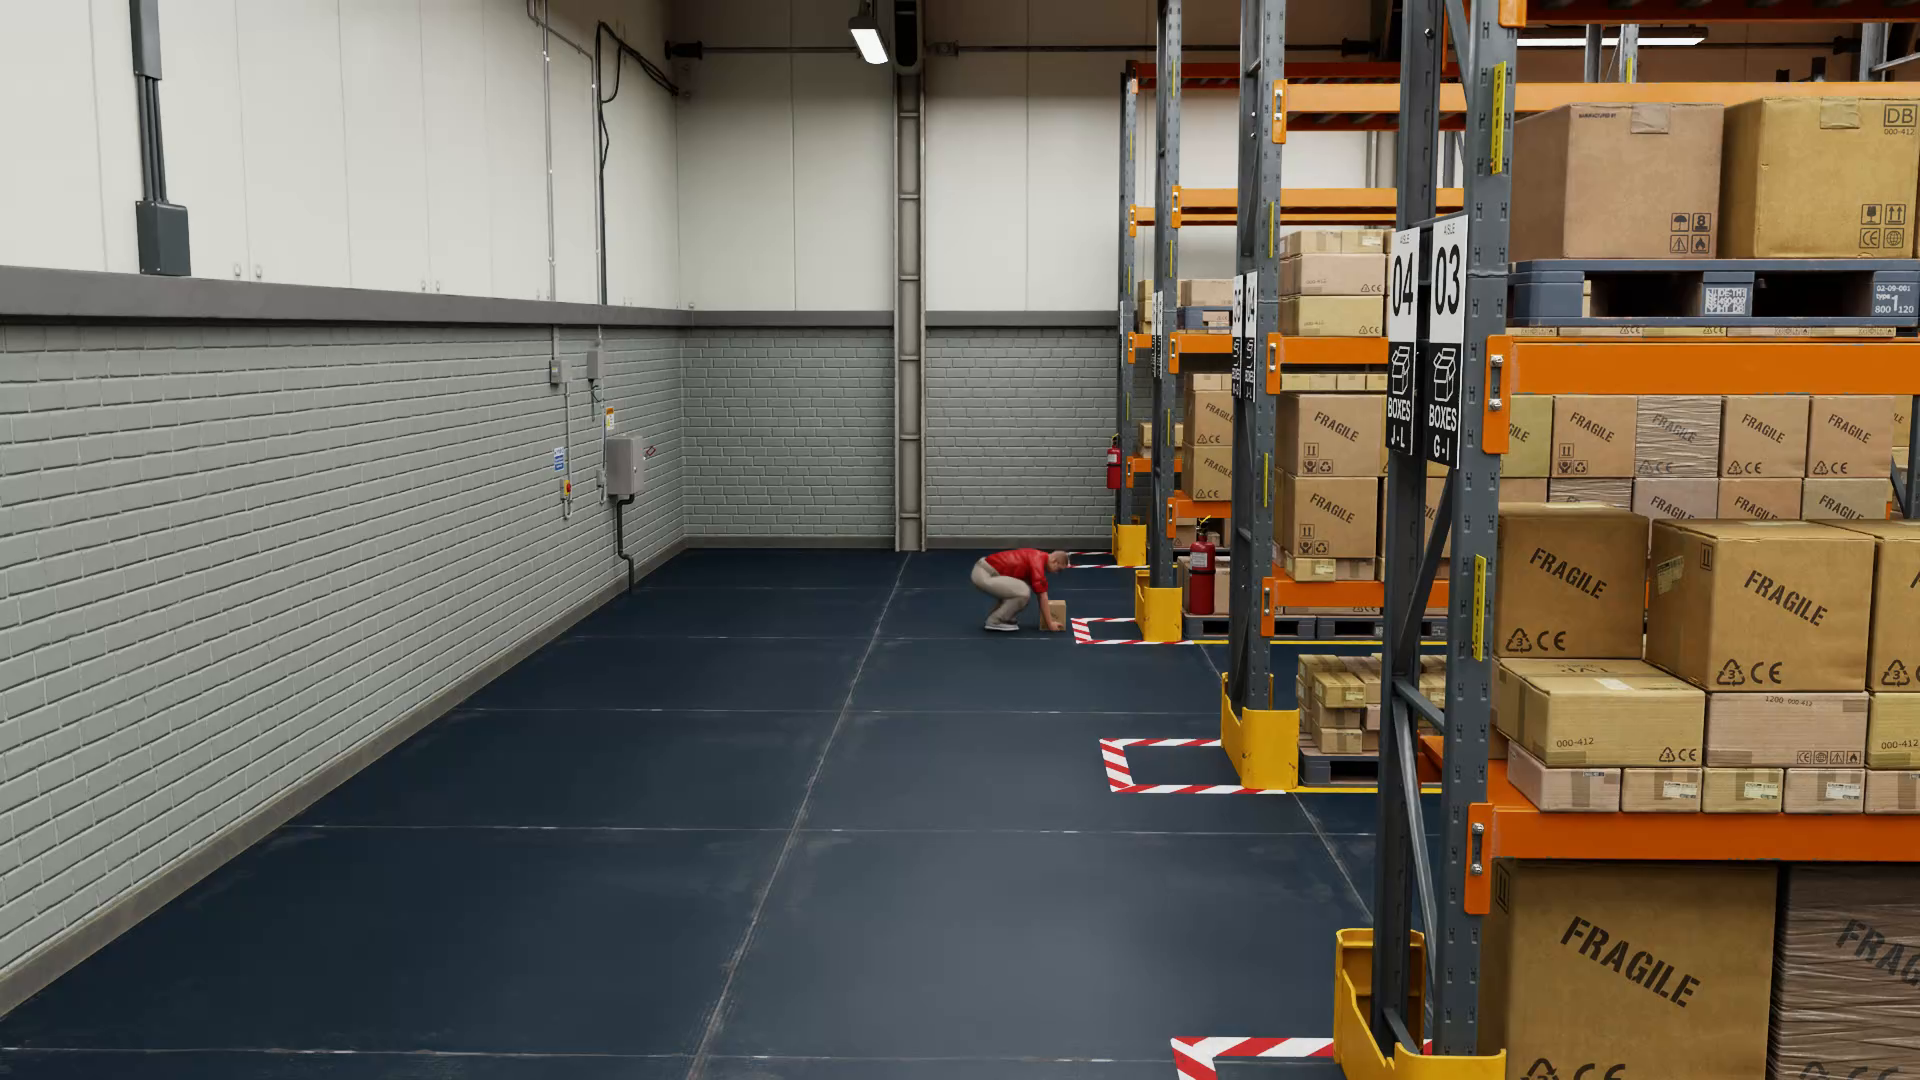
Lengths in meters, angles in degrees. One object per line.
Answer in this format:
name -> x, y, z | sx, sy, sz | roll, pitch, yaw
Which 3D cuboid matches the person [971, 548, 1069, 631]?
person -> 0.592, 0.478, 15.962 | 0.901, 0.789, 0.529 | 0, 7, 0
